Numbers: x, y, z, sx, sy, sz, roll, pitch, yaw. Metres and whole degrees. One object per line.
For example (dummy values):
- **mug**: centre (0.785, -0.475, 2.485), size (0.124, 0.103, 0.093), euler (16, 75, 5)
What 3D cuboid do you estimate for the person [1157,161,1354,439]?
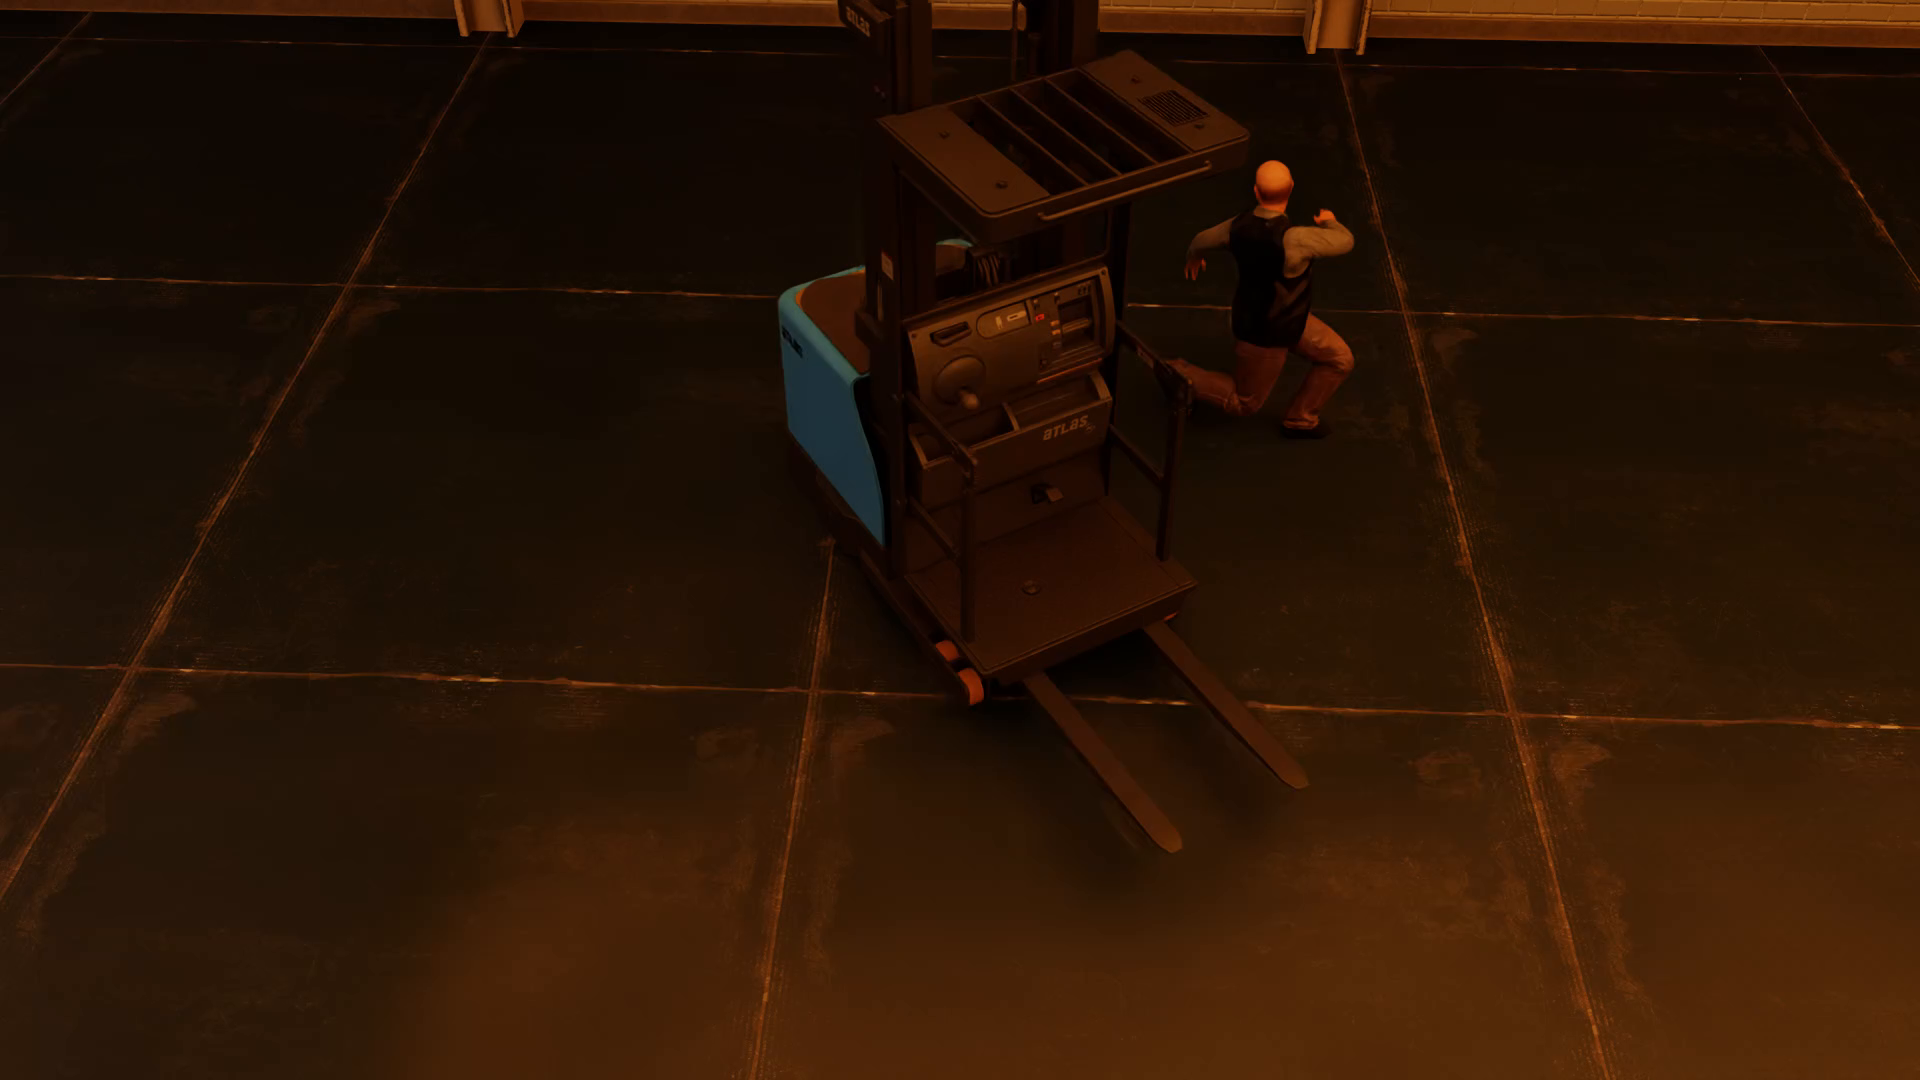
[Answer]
- **person**: centre (1.486, -1.181, 8.177), size (0.956, 1.494, 0.730), euler (4, 43, 5)

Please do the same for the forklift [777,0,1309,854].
- **forklift**: centre (0.325, -0.727, 6.539), size (1.130, 2.935, 3.031), euler (-21, 47, -22)
